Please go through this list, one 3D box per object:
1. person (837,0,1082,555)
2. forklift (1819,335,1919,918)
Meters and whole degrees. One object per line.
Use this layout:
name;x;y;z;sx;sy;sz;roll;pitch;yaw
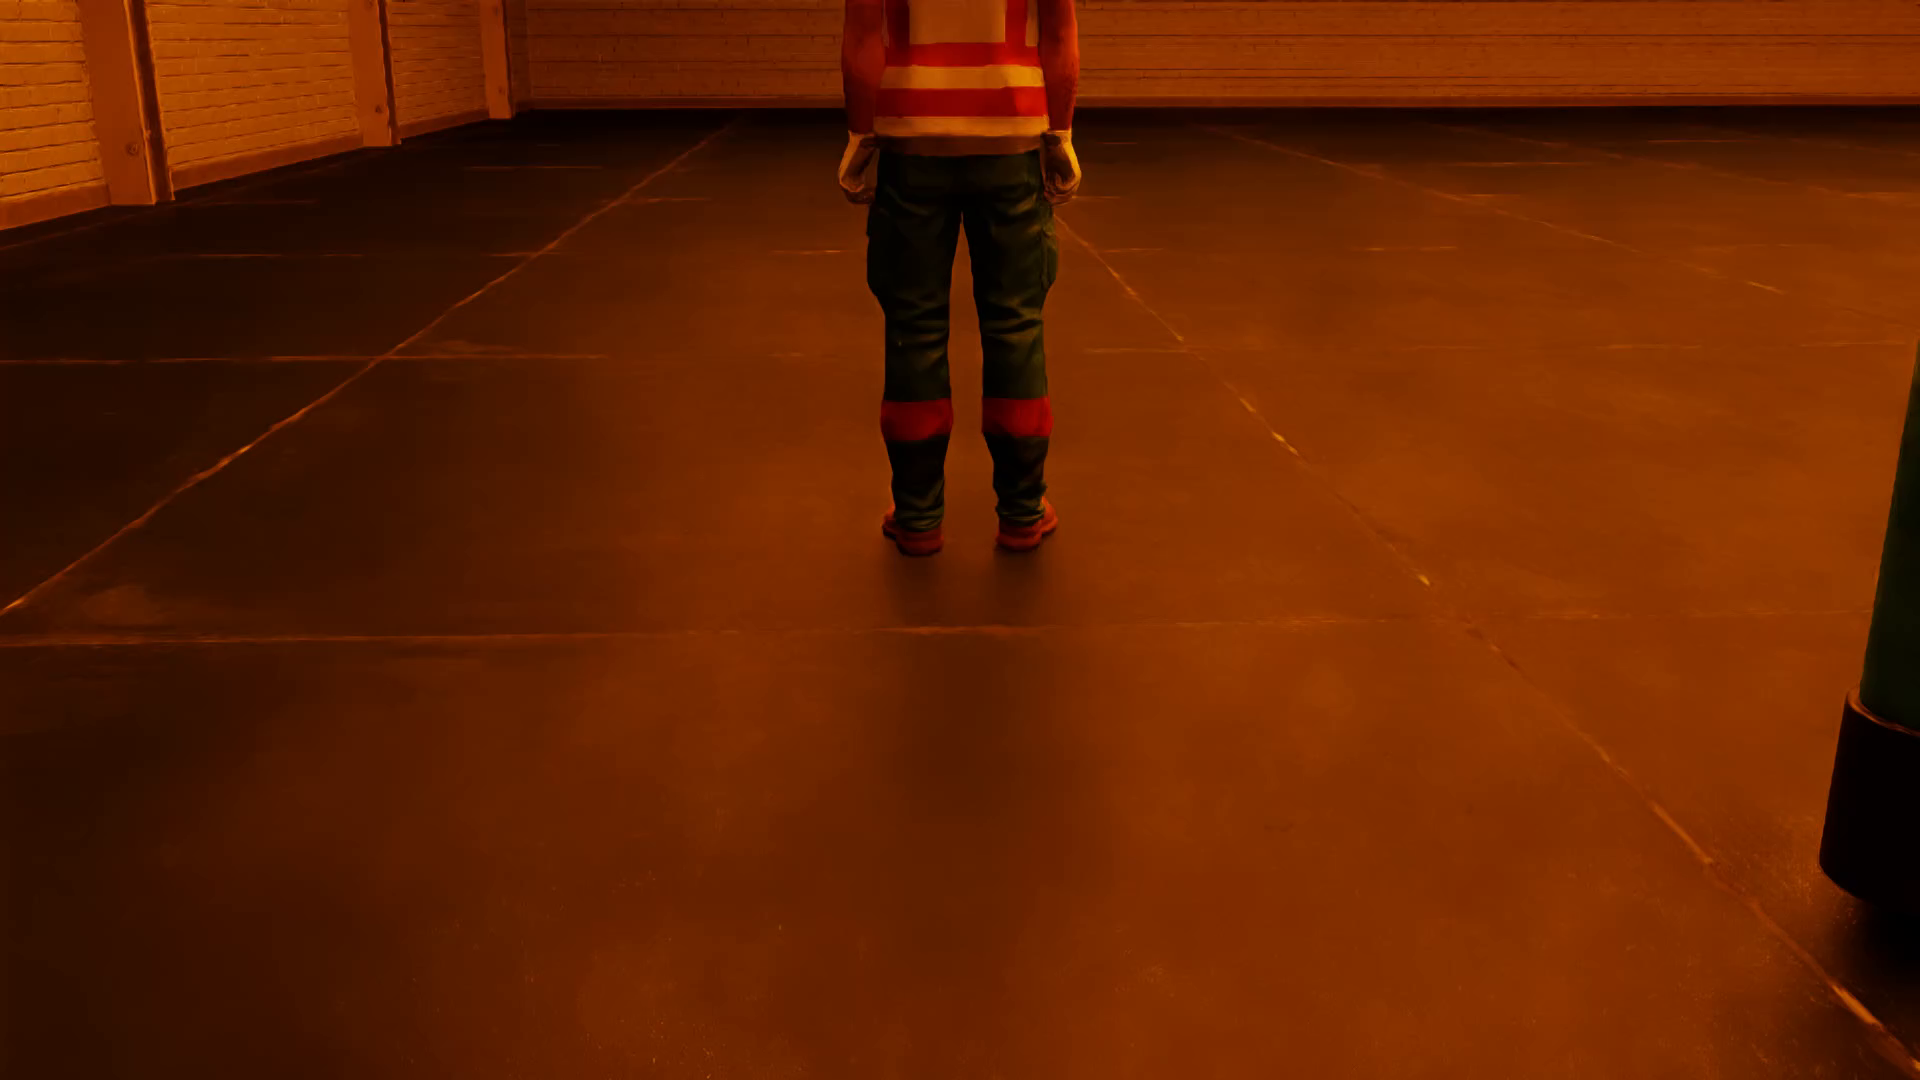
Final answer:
person;-0.002;-0.863;3.676;0.540;1.795;0.349;-1;17;-3
forklift;2.550;-0.680;1.131;3.031;2.935;1.130;16;23;42
